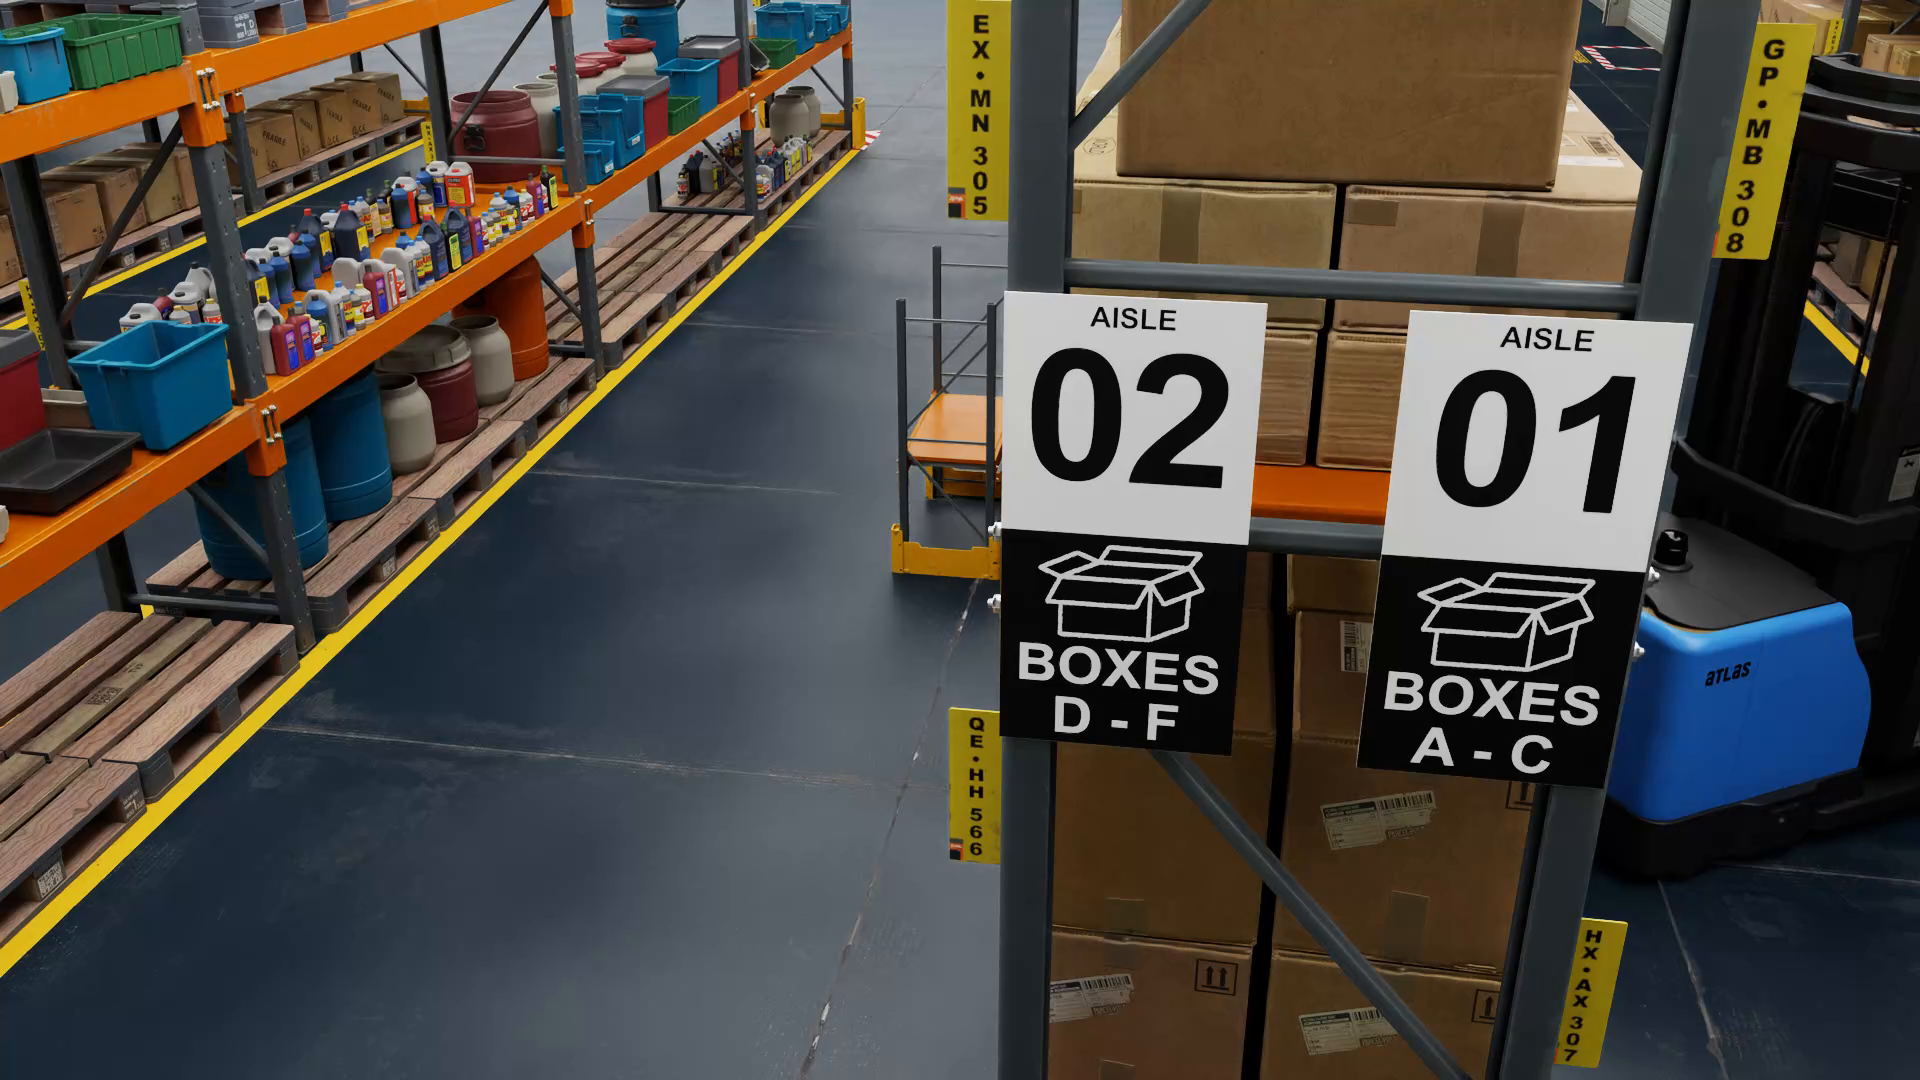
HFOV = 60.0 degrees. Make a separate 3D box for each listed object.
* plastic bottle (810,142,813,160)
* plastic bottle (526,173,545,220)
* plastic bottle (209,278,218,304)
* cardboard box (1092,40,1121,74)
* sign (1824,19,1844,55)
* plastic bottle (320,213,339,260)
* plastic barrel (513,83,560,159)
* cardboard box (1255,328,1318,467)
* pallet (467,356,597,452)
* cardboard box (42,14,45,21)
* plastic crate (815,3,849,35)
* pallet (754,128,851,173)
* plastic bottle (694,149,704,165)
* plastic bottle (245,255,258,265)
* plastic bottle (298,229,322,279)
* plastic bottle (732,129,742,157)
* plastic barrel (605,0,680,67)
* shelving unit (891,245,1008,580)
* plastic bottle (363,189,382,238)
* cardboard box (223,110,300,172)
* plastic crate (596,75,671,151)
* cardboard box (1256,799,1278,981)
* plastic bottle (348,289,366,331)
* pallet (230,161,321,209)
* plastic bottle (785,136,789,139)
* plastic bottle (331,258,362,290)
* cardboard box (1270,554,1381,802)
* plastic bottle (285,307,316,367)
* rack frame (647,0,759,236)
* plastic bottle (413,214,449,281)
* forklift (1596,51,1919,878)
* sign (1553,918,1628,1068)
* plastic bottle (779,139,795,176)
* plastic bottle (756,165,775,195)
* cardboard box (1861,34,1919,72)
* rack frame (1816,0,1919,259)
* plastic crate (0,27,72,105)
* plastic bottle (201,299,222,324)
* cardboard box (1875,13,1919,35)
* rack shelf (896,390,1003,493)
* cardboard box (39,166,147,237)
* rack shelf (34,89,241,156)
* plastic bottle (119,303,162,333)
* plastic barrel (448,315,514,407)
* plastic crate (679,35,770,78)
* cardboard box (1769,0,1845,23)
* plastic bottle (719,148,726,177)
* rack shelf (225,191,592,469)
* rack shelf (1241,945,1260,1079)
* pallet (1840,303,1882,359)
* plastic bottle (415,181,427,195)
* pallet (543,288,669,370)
[{"bbox_3d":[-1.564,-4.007,17.053,0.097,0.201,0.097,0,25,0],"label":"plastic bottle"},{"bbox_3d":[-2.687,-2.179,10.505,0.061,0.283,0.133,4,25,9],"label":"plastic bottle"},{"bbox_3d":[-3.688,-1.229,8.396,0.144,0.351,0.185,4,25,9],"label":"plastic bottle"},{"bbox_3d":[0.574,-1.004,3.906,0.500,0.250,0.500,4,25,9],"label":"cardboard box"},{"bbox_3d":[6.887,-3.940,13.109,0.100,0.325,0.005,4,25,9],"label":"sign"},{"bbox_3d":[-3.620,-1.733,9.559,0.152,0.276,0.135,4,25,9],"label":"plastic bottle"},{"bbox_3d":[-3.047,-3.023,12.038,0.421,0.512,0.421,0,25,0],"label":"plastic barrel"},{"bbox_3d":[0.399,-0.360,3.120,0.500,0.250,0.500,4,25,9],"label":"cardboard box"},{"bbox_3d":[-3.092,-0.932,10.992,1.003,0.211,1.213,4,25,9],"label":"pallet"},{"bbox_3d":[-7.429,-4.049,13.745,0.797,0.503,0.637,7,26,14],"label":"cardboard box"},{"bbox_3d":[-1.483,-5.576,17.799,0.499,0.251,0.616,4,25,9],"label":"plastic crate"},{"bbox_3d":[-1.801,-4.236,18.050,1.003,0.211,1.213,4,25,9],"label":"pallet"},{"bbox_3d":[-2.498,-3.569,15.943,0.144,0.351,0.185,3,25,6],"label":"plastic bottle"},{"bbox_3d":[-3.770,-1.349,8.740,0.152,0.276,0.135,4,25,9],"label":"plastic bottle"},{"bbox_3d":[-3.636,-1.602,9.287,0.097,0.271,0.097,0,25,0],"label":"plastic bottle"},{"bbox_3d":[-2.300,-4.100,17.170,0.097,0.271,0.097,0,25,0],"label":"plastic bottle"},{"bbox_3d":[-2.712,-4.287,14.279,0.600,0.901,0.708,4,25,9],"label":"plastic barrel"},{"bbox_3d":[0.012,-0.711,9.000,0.587,1.500,1.083,4,25,9],"label":"shelving unit"},{"bbox_3d":[-3.574,-1.973,10.064,0.061,0.283,0.133,4,25,9],"label":"plastic bottle"},{"bbox_3d":[-7.046,-4.006,16.724,0.500,0.500,0.500,13,28,25],"label":"cardboard box"},{"bbox_3d":[-2.438,-3.211,12.496,0.402,0.464,0.583,4,25,9],"label":"plastic crate"},{"bbox_3d":[0.987,0.735,4.024,0.500,0.500,0.500,4,25,8],"label":"cardboard box"},{"bbox_3d":[-3.084,-1.172,8.450,0.097,0.201,0.097,0,25,0],"label":"plastic bottle"},{"bbox_3d":[-7.162,-3.564,16.615,1.003,0.211,1.213,4,25,9],"label":"pallet"},{"bbox_3d":[-1.737,-3.947,16.830,0.061,0.283,0.133,4,25,9],"label":"plastic bottle"},{"bbox_3d":[-3.205,-1.363,8.770,0.152,0.276,0.135,4,25,9],"label":"plastic bottle"},{"bbox_3d":[0.985,0.279,3.819,0.500,0.500,0.500,4,25,9],"label":"cardboard box"},{"bbox_3d":[-3.155,-0.981,7.945,0.061,0.283,0.133,4,25,9],"label":"plastic bottle"},{"bbox_3d":[-2.350,-4.200,14.685,1.000,3.000,0.127,4,25,9],"label":"rack frame"},{"bbox_3d":[-2.955,-1.631,9.255,0.144,0.351,0.185,4,25,9],"label":"plastic bottle"},{"bbox_3d":[3.779,-0.419,6.689,3.031,2.935,1.130,-10,27,-21],"label":"forklift"},{"bbox_3d":[1.110,0.809,2.963,0.100,0.325,0.005,4,25,9],"label":"sign"},{"bbox_3d":[-1.709,-3.765,16.362,0.144,0.351,0.185,4,25,8],"label":"plastic bottle"},{"bbox_3d":[-1.840,-3.406,15.682,0.152,0.276,0.135,5,26,10],"label":"plastic bottle"},{"bbox_3d":[7.307,-3.548,12.655,0.700,0.500,0.500,4,25,9],"label":"cardboard box"},{"bbox_3d":[7.424,-3.514,13.219,1.000,3.000,0.127,4,25,9],"label":"rack frame"},{"bbox_3d":[-3.491,-1.734,6.076,0.416,0.233,0.300,4,25,9],"label":"plastic crate"},{"bbox_3d":[-3.726,-1.104,8.304,0.097,0.201,0.097,0,25,0],"label":"plastic bottle"},{"bbox_3d":[7.707,-3.977,13.476,0.500,0.500,0.500,3,25,7],"label":"cardboard box"},{"bbox_3d":[0.014,-0.552,9.085,0.538,0.185,1.000,4,25,9],"label":"rack shelf"},{"bbox_3d":[-7.546,-2.923,14.386,0.700,0.500,0.500,2,25,4],"label":"cardboard box"},{"bbox_3d":[-7.563,-3.381,13.784,1.077,0.370,4.000,4,25,9],"label":"rack shelf"},{"bbox_3d":[-3.912,-0.985,7.963,0.152,0.276,0.135,4,25,9],"label":"plastic bottle"},{"bbox_3d":[-3.071,-1.143,10.592,0.421,0.512,0.421,0,25,0],"label":"plastic barrel"},{"bbox_3d":[-2.139,-4.382,15.147,0.767,0.338,0.504,4,25,9],"label":"plastic crate"},{"bbox_3d":[7.365,-4.433,14.451,0.500,0.500,0.500,3,25,7],"label":"cardboard box"},{"bbox_3d":[-2.340,-3.678,16.254,0.061,0.283,0.133,4,25,9],"label":"plastic bottle"},{"bbox_3d":[-3.331,-1.365,9.477,1.077,0.370,4.000,4,25,9],"label":"rack shelf"},{"bbox_3d":[0.902,0.653,5.166,1.077,0.370,4.000,4,25,9],"label":"rack shelf"},{"bbox_3d":[7.101,-1.413,12.021,1.003,0.211,1.213,4,25,9],"label":"pallet"},{"bbox_3d":[-3.455,-2.191,10.628,0.097,0.201,0.097,0,25,0],"label":"plastic bottle"},{"bbox_3d":[-2.839,-1.586,12.389,1.003,0.211,1.213,4,25,9],"label":"pallet"}]
